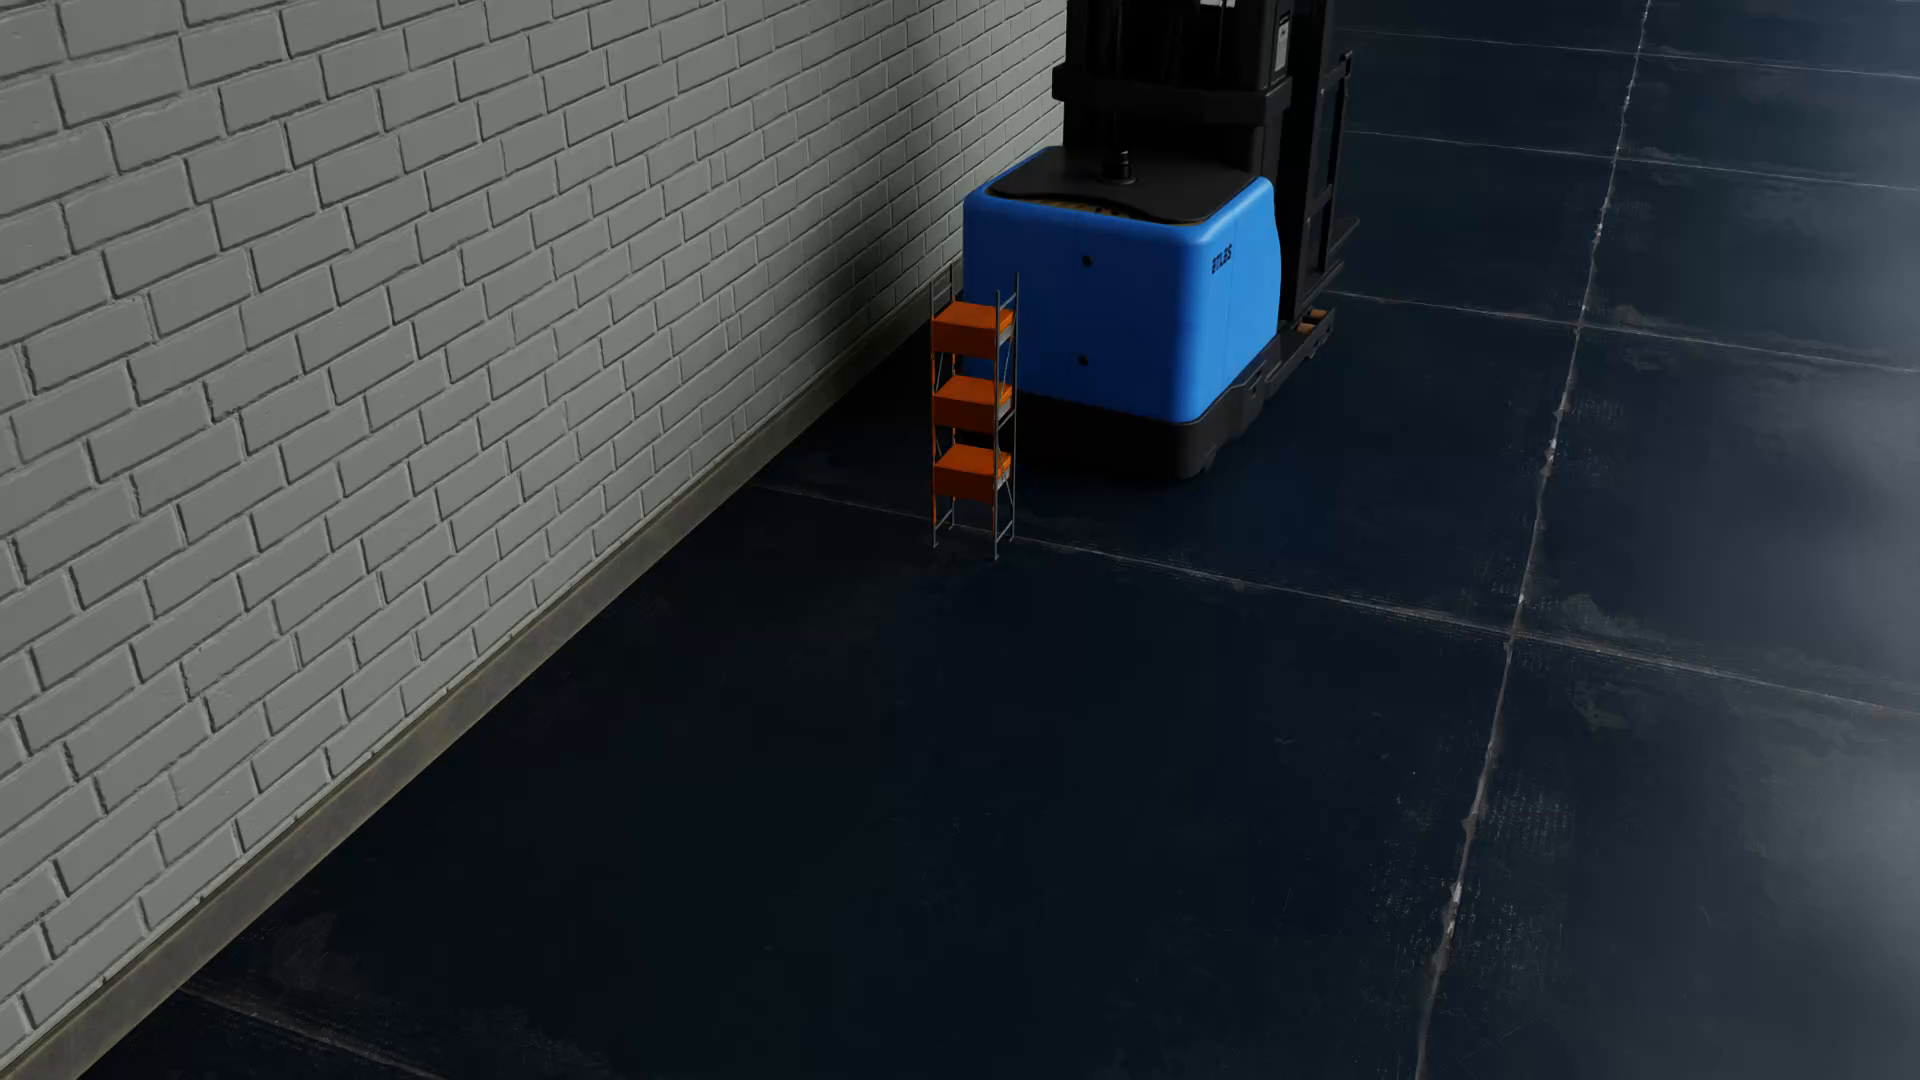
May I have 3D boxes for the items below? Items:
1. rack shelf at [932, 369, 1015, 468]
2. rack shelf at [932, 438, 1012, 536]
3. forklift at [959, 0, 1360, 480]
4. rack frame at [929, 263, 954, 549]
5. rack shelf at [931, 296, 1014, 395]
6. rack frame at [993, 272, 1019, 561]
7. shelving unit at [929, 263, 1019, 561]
[{"bbox_3d":[0.050,-0.438,5.979,0.240,0.259,0.215,11,31,19],"label":"rack shelf"},{"bbox_3d":[0.050,-0.196,6.116,0.240,0.259,0.215,11,31,19],"label":"rack shelf"},{"bbox_3d":[1.124,-2.211,7.183,1.130,2.935,3.031,14,32,24],"label":"forklift"},{"bbox_3d":[-0.063,-0.470,6.014,0.008,1.050,0.200,11,31,19],"label":"rack frame"},{"bbox_3d":[0.050,-0.685,5.840,0.240,0.259,0.215,11,31,19],"label":"rack shelf"},{"bbox_3d":[0.163,-0.425,5.934,0.008,1.050,0.200,11,31,19],"label":"rack frame"},{"bbox_3d":[0.050,-0.447,5.974,0.252,1.050,0.215,11,31,19],"label":"shelving unit"}]
